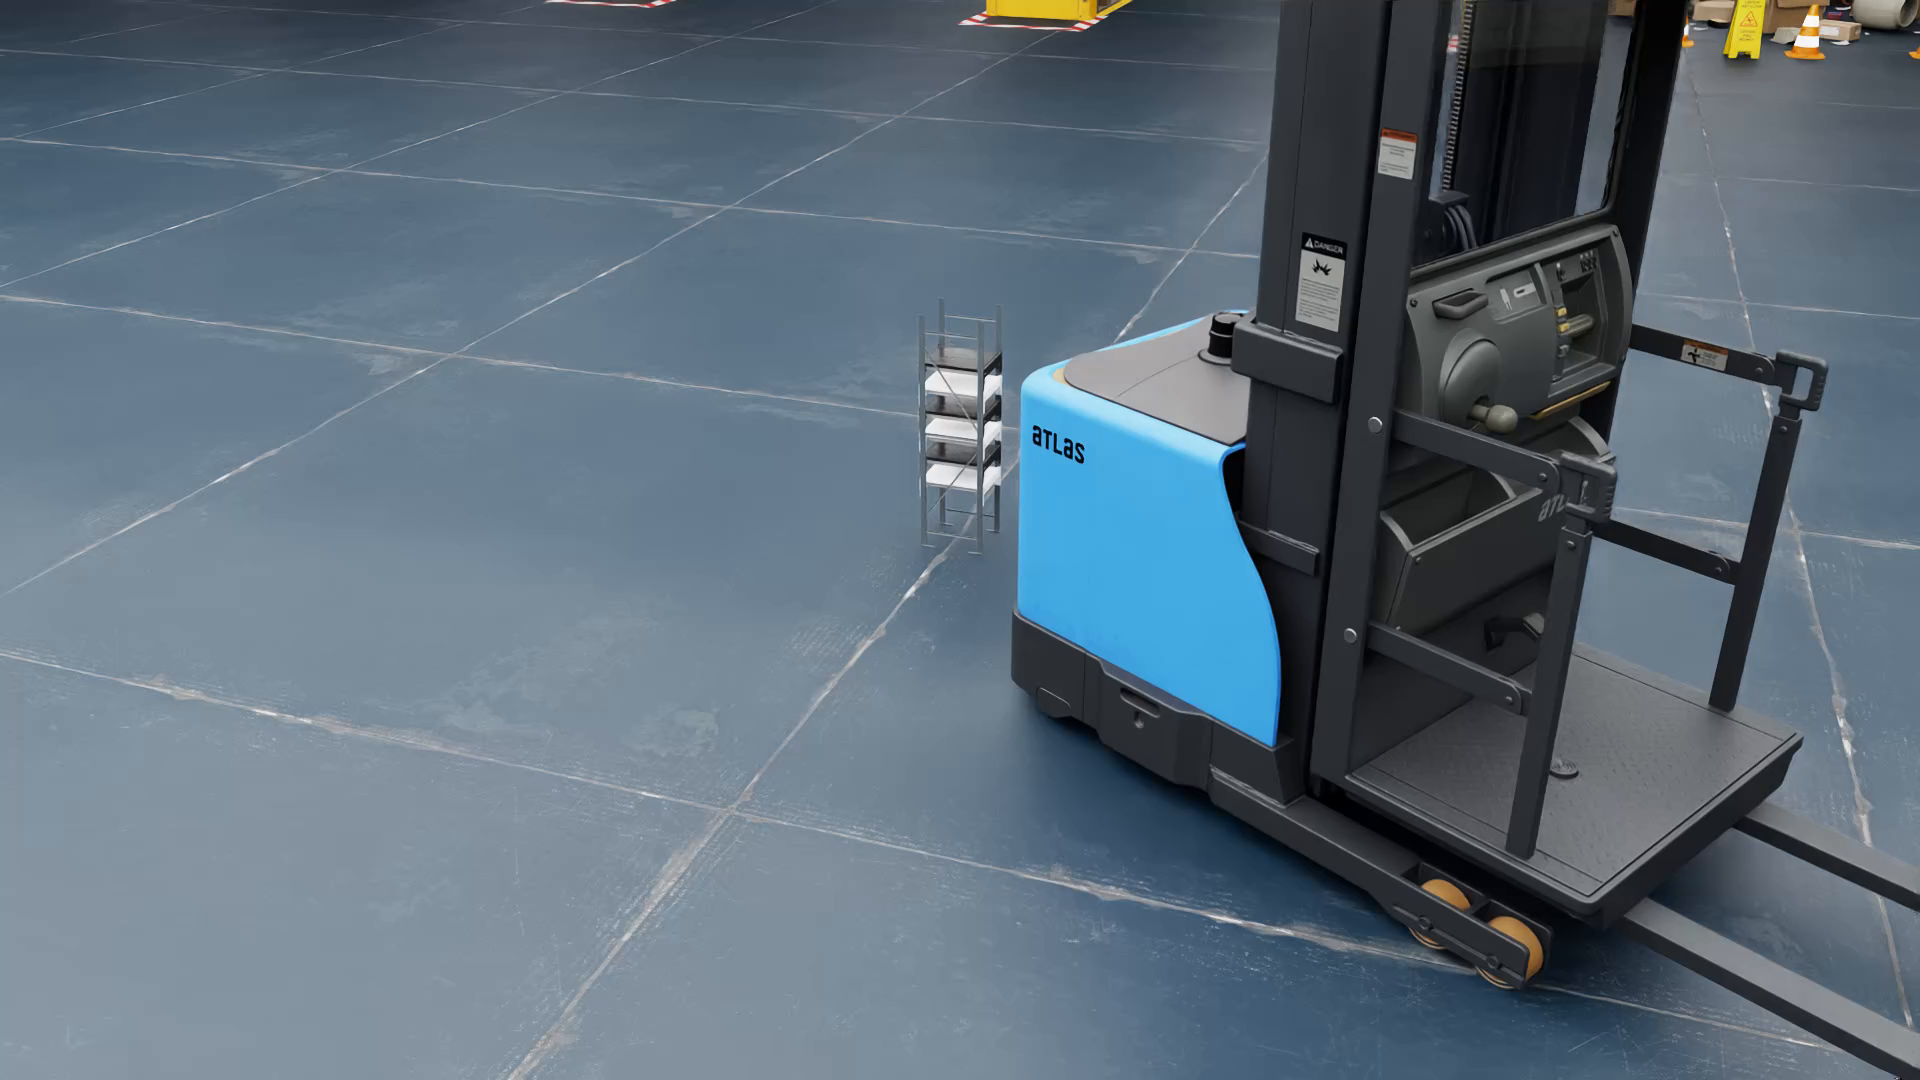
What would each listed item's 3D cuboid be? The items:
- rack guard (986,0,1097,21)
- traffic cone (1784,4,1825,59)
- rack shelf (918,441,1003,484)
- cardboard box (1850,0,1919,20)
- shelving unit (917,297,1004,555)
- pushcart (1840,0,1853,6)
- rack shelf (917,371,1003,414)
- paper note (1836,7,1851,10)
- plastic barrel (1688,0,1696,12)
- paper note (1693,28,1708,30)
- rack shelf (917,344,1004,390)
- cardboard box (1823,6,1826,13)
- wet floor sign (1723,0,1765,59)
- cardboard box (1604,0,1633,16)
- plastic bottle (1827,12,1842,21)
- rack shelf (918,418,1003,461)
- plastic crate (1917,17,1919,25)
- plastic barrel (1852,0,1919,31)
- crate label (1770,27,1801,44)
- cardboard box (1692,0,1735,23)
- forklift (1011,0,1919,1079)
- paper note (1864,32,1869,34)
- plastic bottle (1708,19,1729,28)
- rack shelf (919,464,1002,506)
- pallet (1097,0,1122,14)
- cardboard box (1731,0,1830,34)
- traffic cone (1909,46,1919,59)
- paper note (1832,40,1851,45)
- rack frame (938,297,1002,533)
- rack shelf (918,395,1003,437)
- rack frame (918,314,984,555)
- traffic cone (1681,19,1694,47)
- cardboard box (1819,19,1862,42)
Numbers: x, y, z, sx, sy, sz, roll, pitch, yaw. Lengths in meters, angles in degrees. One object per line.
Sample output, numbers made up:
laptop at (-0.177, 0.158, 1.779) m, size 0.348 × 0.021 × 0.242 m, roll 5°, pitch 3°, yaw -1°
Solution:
rack guard at (0.874, -5.871, 17.803) m, size 1.175 × 0.500 × 0.348 m, roll 9°, pitch 27°, yaw 17°
traffic cone at (7.961, -4.771, 15.574) m, size 0.336 × 0.463 × 0.334 m, roll 9°, pitch 27°, yaw 17°
rack shelf at (0.003, -0.297, 6.115) m, size 0.258 × 0.077 × 0.200 m, roll 9°, pitch 27°, yaw 17°
cardboard box at (9.885, -5.805, 17.663) m, size 0.500 × 0.500 × 0.500 m, roll -14°, pitch 29°, yaw -27°
shelving unit at (0.003, -0.408, 6.061) m, size 0.258 × 0.900 × 0.210 m, roll 9°, pitch 27°, yaw 17°
pushcart at (9.358, -6.302, 18.832) m, size 1.648 × 0.377 × 0.936 m, roll 0°, pitch 26°, yaw -1°
rack shelf at (0.003, -0.540, 5.997) m, size 0.258 × 0.077 × 0.200 m, roll 9°, pitch 27°, yaw 17°
paper note at (9.740, -5.865, 18.329) m, size 0.148 × 0.019 × 0.142 m, roll 9°, pitch 27°, yaw 17°
plastic barrel at (7.893, -6.000, 18.157) m, size 0.421 × 0.421 × 0.512 m, roll -14°, pitch 29°, yaw -27°
paper note at (7.601, -5.248, 17.057) m, size 0.144 × 0.017 × 0.142 m, roll 20°, pitch 32°, yaw 35°
rack shelf at (0.003, -0.621, 5.958) m, size 0.258 × 0.077 × 0.200 m, roll 9°, pitch 27°, yaw 17°
cardboard box at (9.230, -5.918, 18.168) m, size 0.258 × 0.266 × 0.396 m, roll -9°, pitch 27°, yaw -18°
wet floor sign at (7.350, -4.846, 15.518) m, size 0.267 × 0.644 × 0.232 m, roll 4°, pitch 26°, yaw 8°
cardboard box at (7.275, -5.938, 17.937) m, size 0.500 × 0.500 × 0.500 m, roll 14°, pitch 29°, yaw 26°
plastic bottle at (9.327, -5.591, 17.727) m, size 0.133 × 0.061 × 0.283 m, roll 14°, pitch 29°, yaw 26°
rack shelf at (0.003, -0.378, 6.075) m, size 0.258 × 0.077 × 0.200 m, roll 9°, pitch 27°, yaw 17°
plastic crate at (10.229, -5.332, 17.170) m, size 0.402 × 0.080 × 0.583 m, roll 0°, pitch 26°, yaw -1°
plastic barrel at (9.454, -5.437, 16.994) m, size 0.421 × 0.421 × 0.512 m, roll -14°, pitch 29°, yaw -27°
crate label at (8.164, -4.957, 16.330) m, size 0.250 × 0.136 × 0.298 m, roll -5°, pitch 26°, yaw -9°
cardboard box at (7.988, -5.644, 17.603) m, size 0.396 × 0.266 × 0.258 m, roll 14°, pitch 29°, yaw 26°
forklift at (1.509, -0.489, 3.896) m, size 1.130 × 2.935 × 3.031 m, roll -21°, pitch 33°, yaw -36°
paper note at (9.175, -5.125, 16.823) m, size 0.032 × 0.001 × 0.123 m, roll 9°, pitch 27°, yaw 17°
plastic bottle at (7.858, -5.366, 17.262) m, size 0.133 × 0.061 × 0.283 m, roll 0°, pitch 26°, yaw -1°
rack shelf at (0.003, -0.216, 6.154) m, size 0.258 × 0.077 × 0.200 m, roll 9°, pitch 27°, yaw 17°
pallet at (1.178, -6.070, 18.545) m, size 1.003 × 0.211 × 1.213 m, roll 9°, pitch 27°, yaw 17°
cardboard box at (8.391, -5.494, 17.019) m, size 0.797 × 0.503 × 0.637 m, roll -9°, pitch 27°, yaw -18°
traffic cone at (9.121, -4.750, 15.530) m, size 0.336 × 0.463 × 0.334 m, roll 9°, pitch 27°, yaw 17°
paper note at (8.631, -4.869, 16.271) m, size 0.148 × 0.019 × 0.142 m, roll 0°, pitch 26°, yaw -1°
rack frame at (0.037, -0.450, 6.147) m, size 0.240 × 0.900 × 0.006 m, roll 9°, pitch 27°, yaw 17°
rack shelf at (0.003, -0.459, 6.036) m, size 0.258 × 0.077 × 0.200 m, roll 9°, pitch 27°, yaw 17°
rack frame at (-0.031, -0.367, 5.974) m, size 0.240 × 0.900 × 0.006 m, roll 9°, pitch 27°, yaw 17°
traffic cone at (7.008, -5.075, 16.201) m, size 0.336 × 0.463 × 0.334 m, roll 9°, pitch 27°, yaw 17°
cardboard box at (8.725, -5.076, 16.564) m, size 0.250 × 0.149 × 0.380 m, roll -20°, pitch 33°, yaw -36°
